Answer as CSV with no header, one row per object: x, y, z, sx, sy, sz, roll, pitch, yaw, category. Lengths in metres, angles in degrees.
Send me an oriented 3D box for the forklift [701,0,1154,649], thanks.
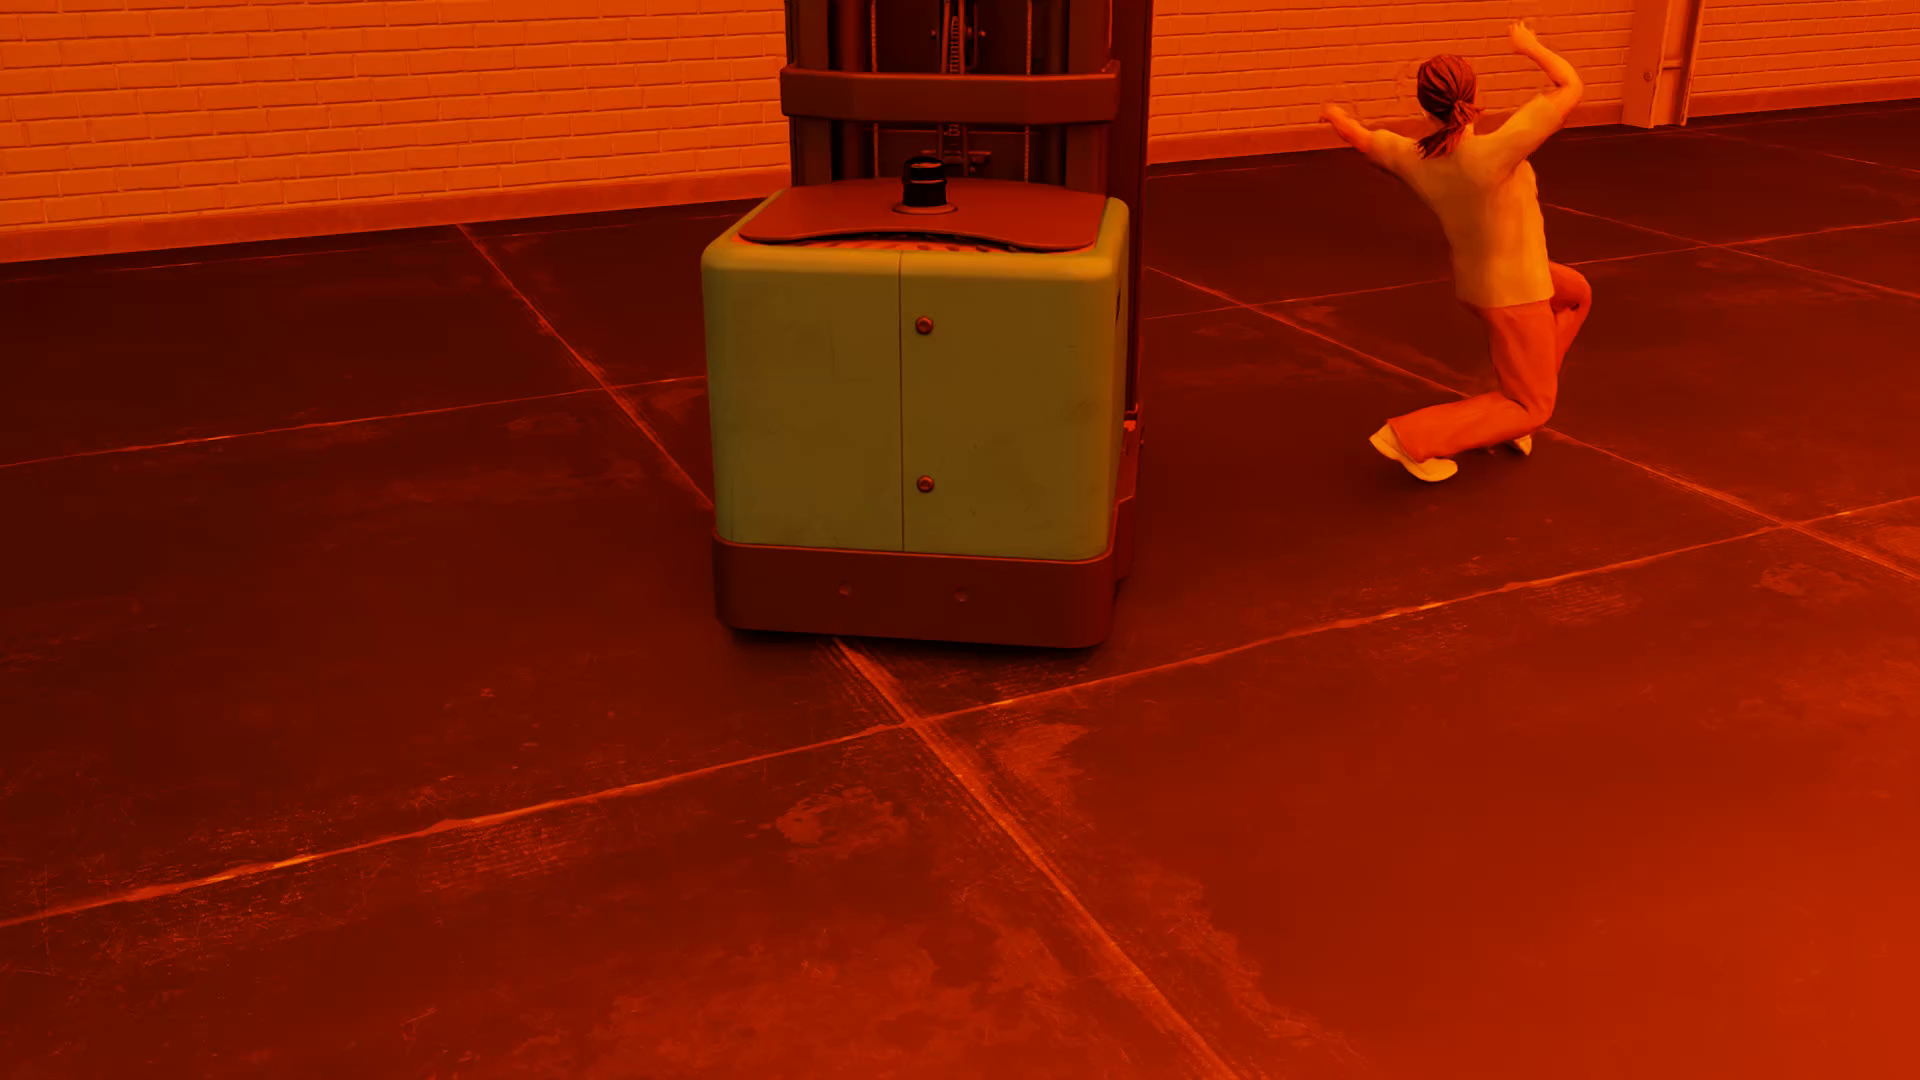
0.058,-1.606,5.152,1.130,2.935,3.031,3,23,7,forklift

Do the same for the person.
1.718,-1.035,5.599,0.820,1.388,0.978,-6,23,-15,person
